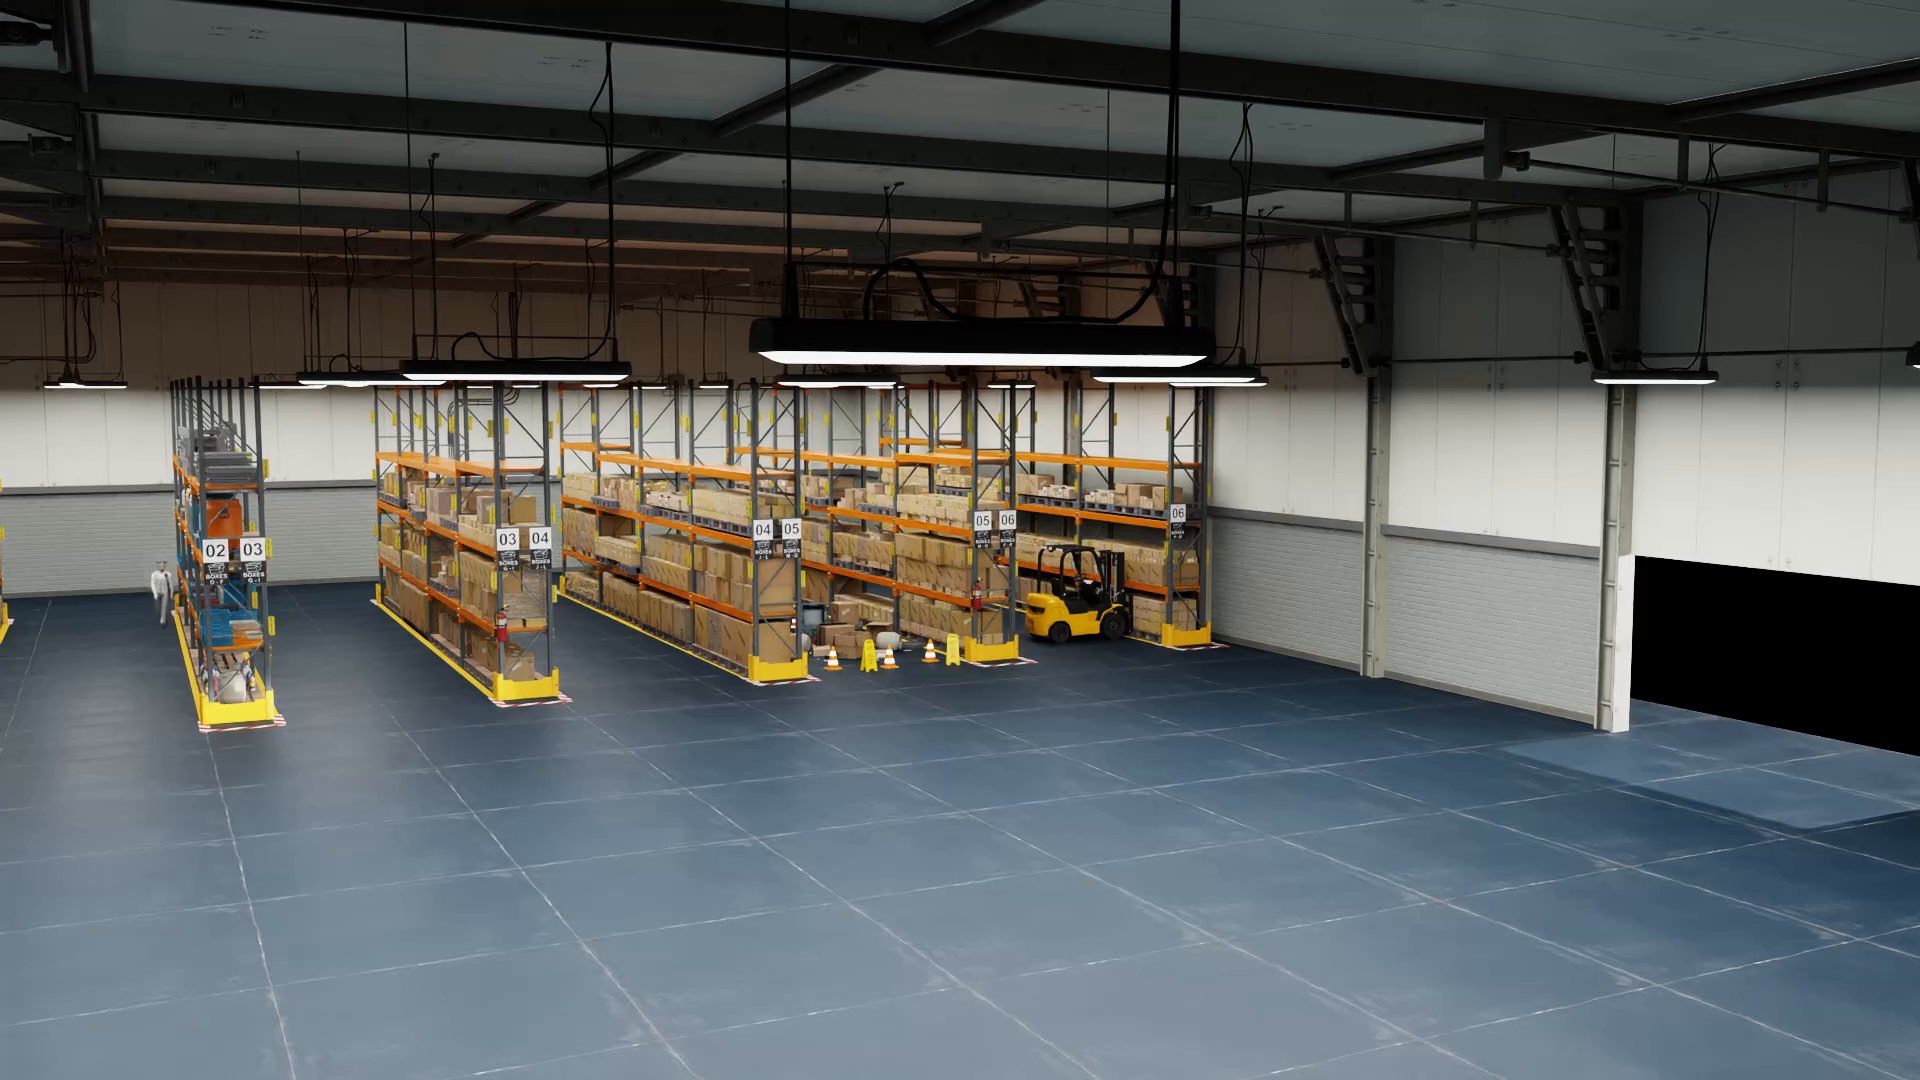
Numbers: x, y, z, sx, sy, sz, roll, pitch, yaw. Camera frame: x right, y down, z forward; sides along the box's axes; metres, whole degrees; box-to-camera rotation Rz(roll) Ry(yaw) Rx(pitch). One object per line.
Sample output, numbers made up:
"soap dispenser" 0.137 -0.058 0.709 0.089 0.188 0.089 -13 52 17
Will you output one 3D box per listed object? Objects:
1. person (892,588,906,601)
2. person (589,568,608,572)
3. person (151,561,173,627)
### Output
"person" -1.642 0.817 45.405 0.571 1.720 0.437 -3 6 -30
"person" -10.709 0.459 49.157 0.834 1.758 0.557 -3 6 -27
"person" -19.567 1.302 40.743 0.472 1.579 1.090 -2 5 -18
